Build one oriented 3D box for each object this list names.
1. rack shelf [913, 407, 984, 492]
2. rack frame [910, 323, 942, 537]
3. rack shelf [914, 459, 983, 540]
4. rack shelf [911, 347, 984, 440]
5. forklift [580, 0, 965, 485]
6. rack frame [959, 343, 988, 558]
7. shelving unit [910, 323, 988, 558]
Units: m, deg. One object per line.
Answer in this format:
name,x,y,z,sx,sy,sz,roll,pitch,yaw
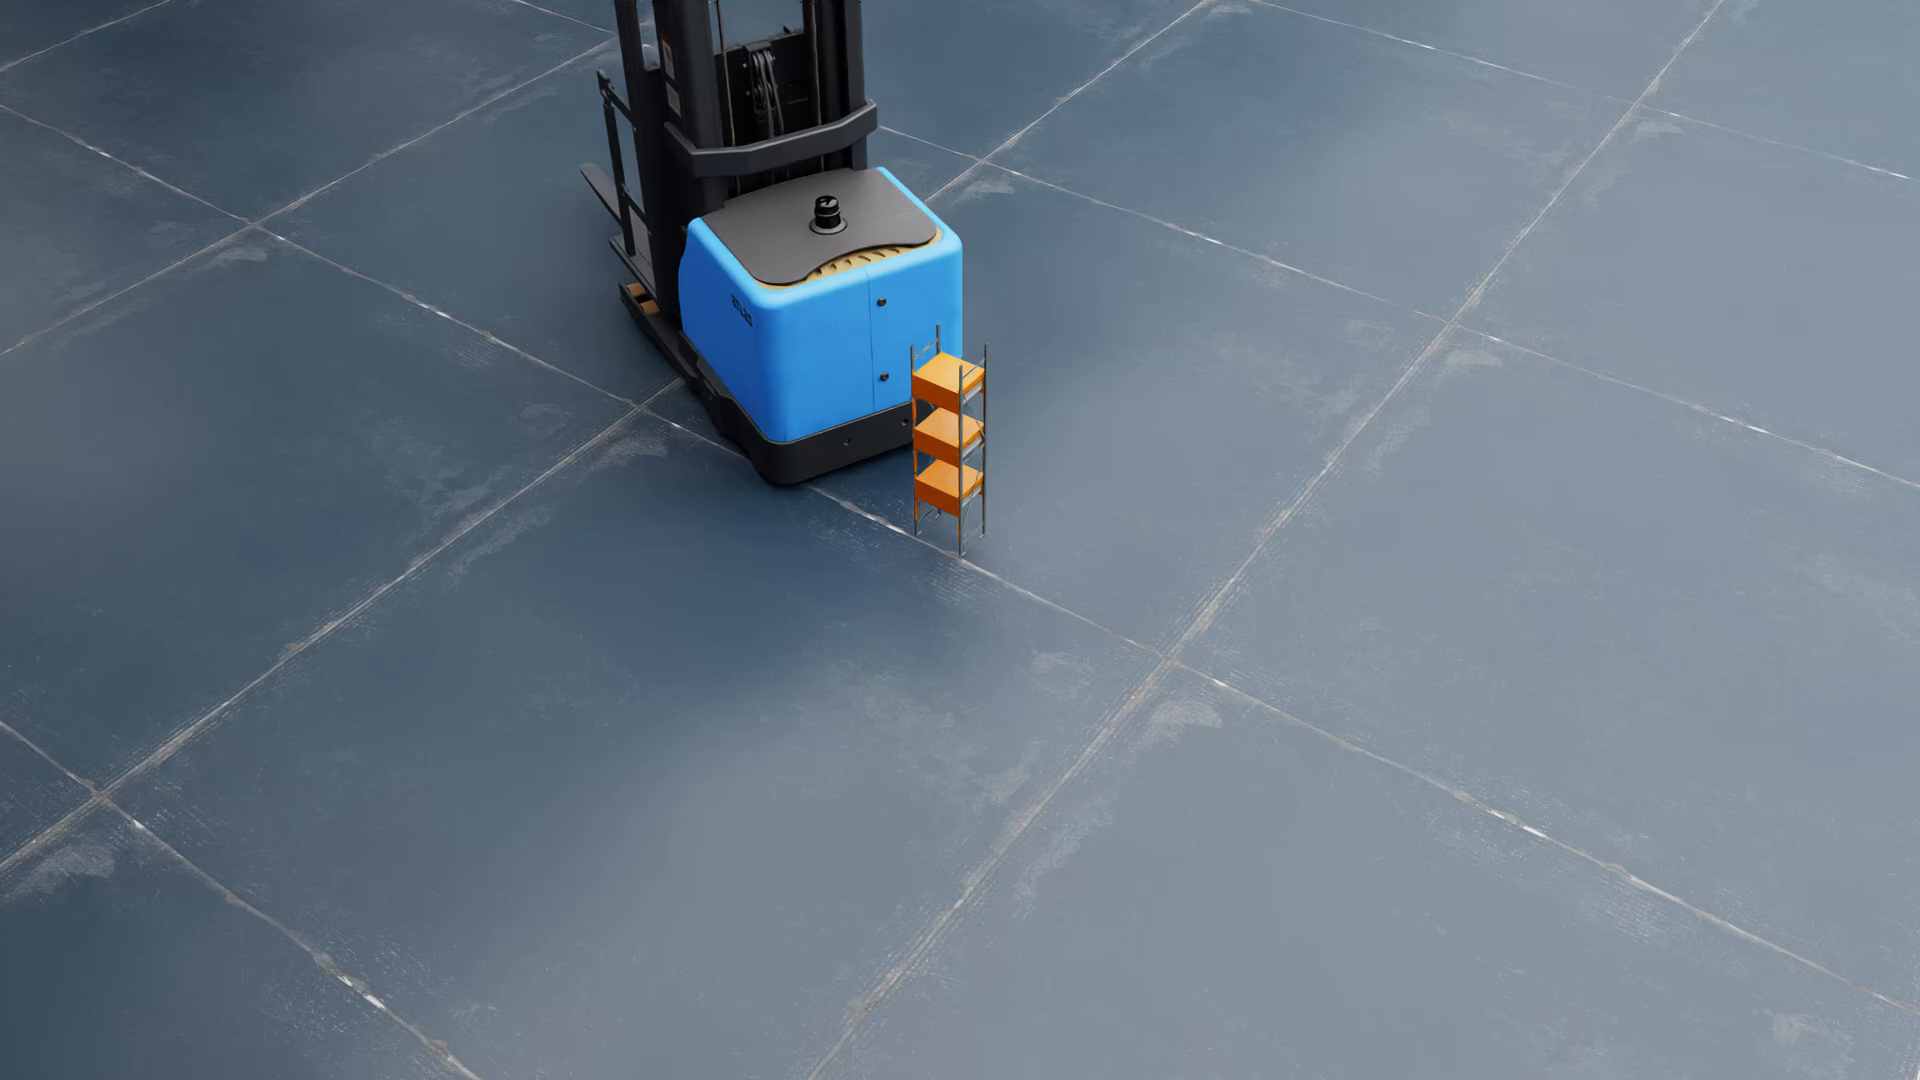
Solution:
rack shelf,-0.044,-0.404,7.178,0.240,0.259,0.215,25,48,25
rack frame,-0.144,-0.458,7.223,0.008,1.050,0.200,25,48,25
rack shelf,-0.044,-0.197,7.364,0.240,0.259,0.215,25,48,25
rack shelf,-0.044,-0.615,6.989,0.240,0.259,0.215,25,48,25
forklift,-1.143,-2.318,7.890,1.130,2.935,3.031,-21,46,-22
rack frame,0.056,-0.365,7.119,0.008,1.050,0.200,25,48,25
shelving unit,-0.044,-0.412,7.171,0.252,1.050,0.215,25,48,25
